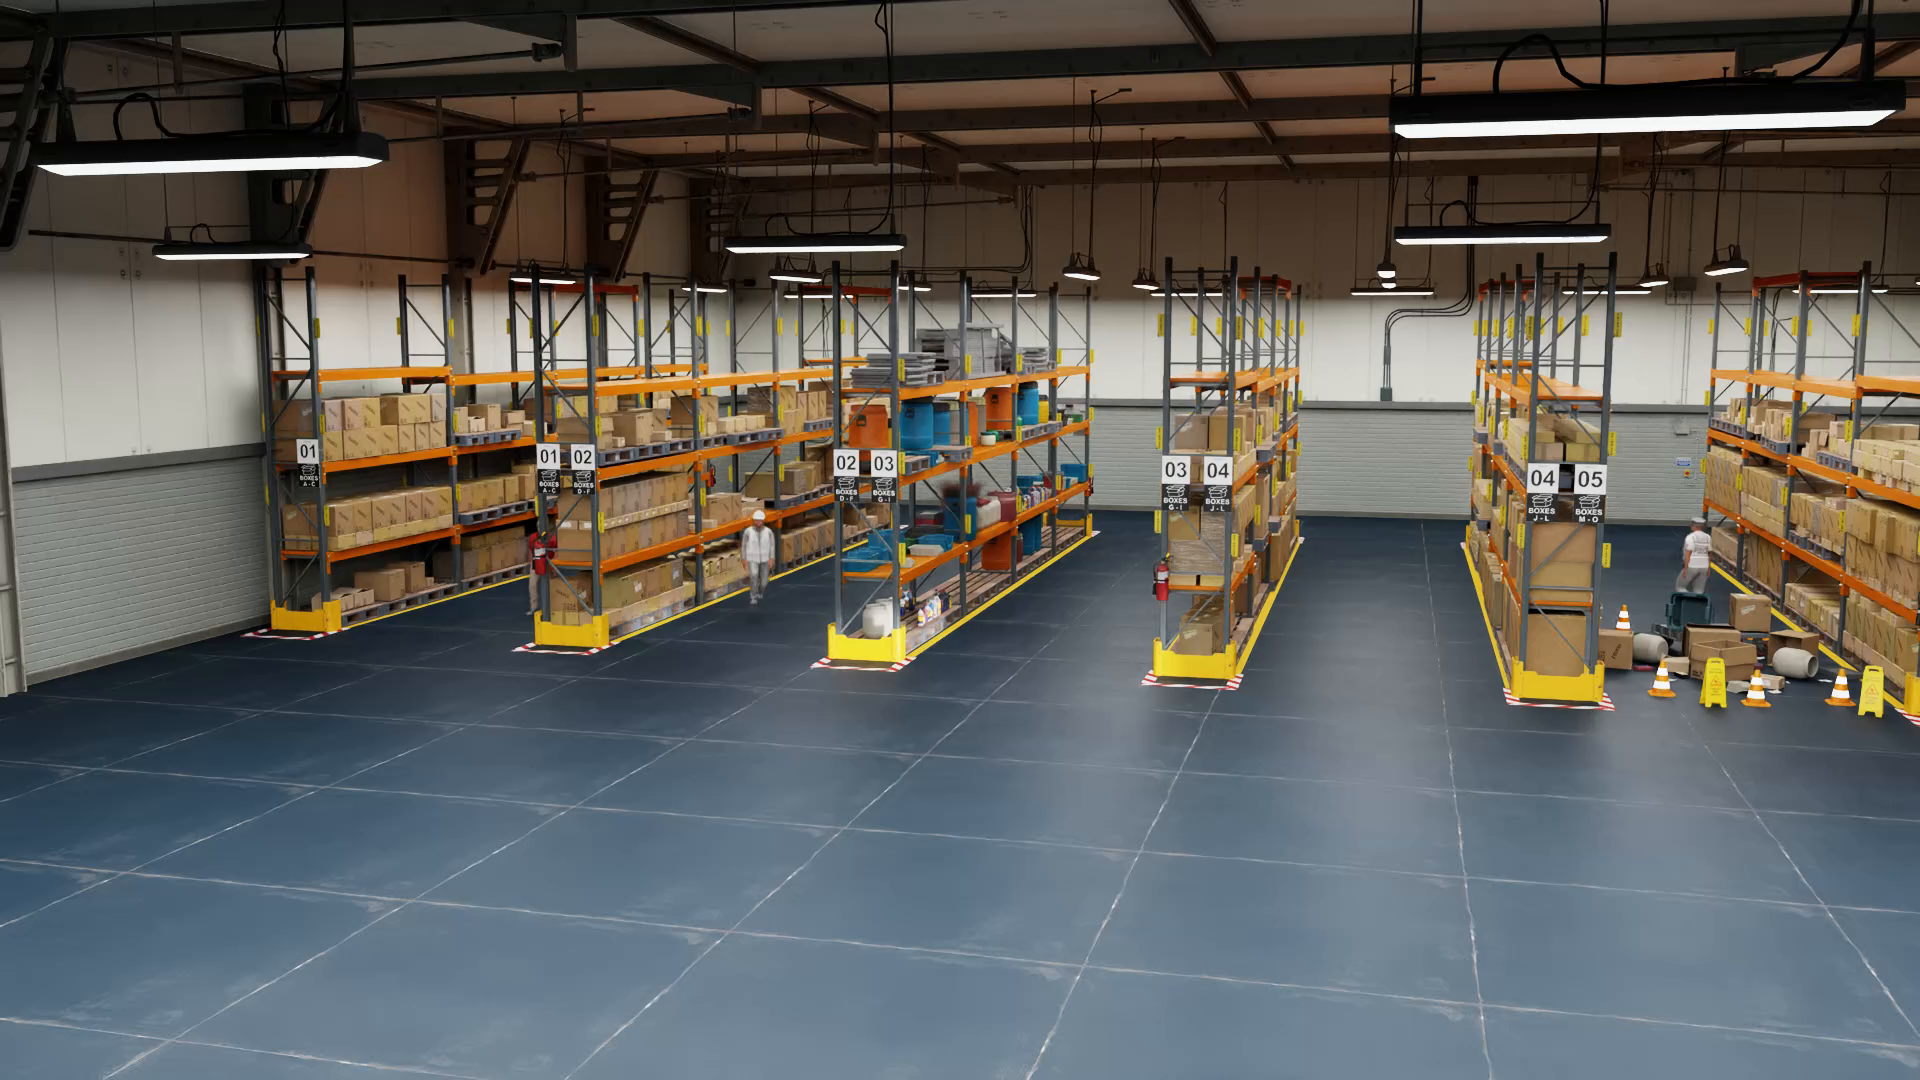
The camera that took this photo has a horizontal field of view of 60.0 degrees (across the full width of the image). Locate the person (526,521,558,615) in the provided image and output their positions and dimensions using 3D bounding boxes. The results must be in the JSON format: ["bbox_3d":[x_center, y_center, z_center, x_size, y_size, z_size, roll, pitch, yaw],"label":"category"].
[{"bbox_3d":[-7.354,0.443,29.408,0.554,1.664,1.040,0,7,-3],"label":"person"}]

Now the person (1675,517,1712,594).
[{"bbox_3d":[12.704,0.499,28.740,0.573,1.787,0.421,-2,7,-12],"label":"person"}]

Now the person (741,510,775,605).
[{"bbox_3d":[-3.481,0.285,28.810,0.558,1.604,1.039,-3,8,-20],"label":"person"}]
